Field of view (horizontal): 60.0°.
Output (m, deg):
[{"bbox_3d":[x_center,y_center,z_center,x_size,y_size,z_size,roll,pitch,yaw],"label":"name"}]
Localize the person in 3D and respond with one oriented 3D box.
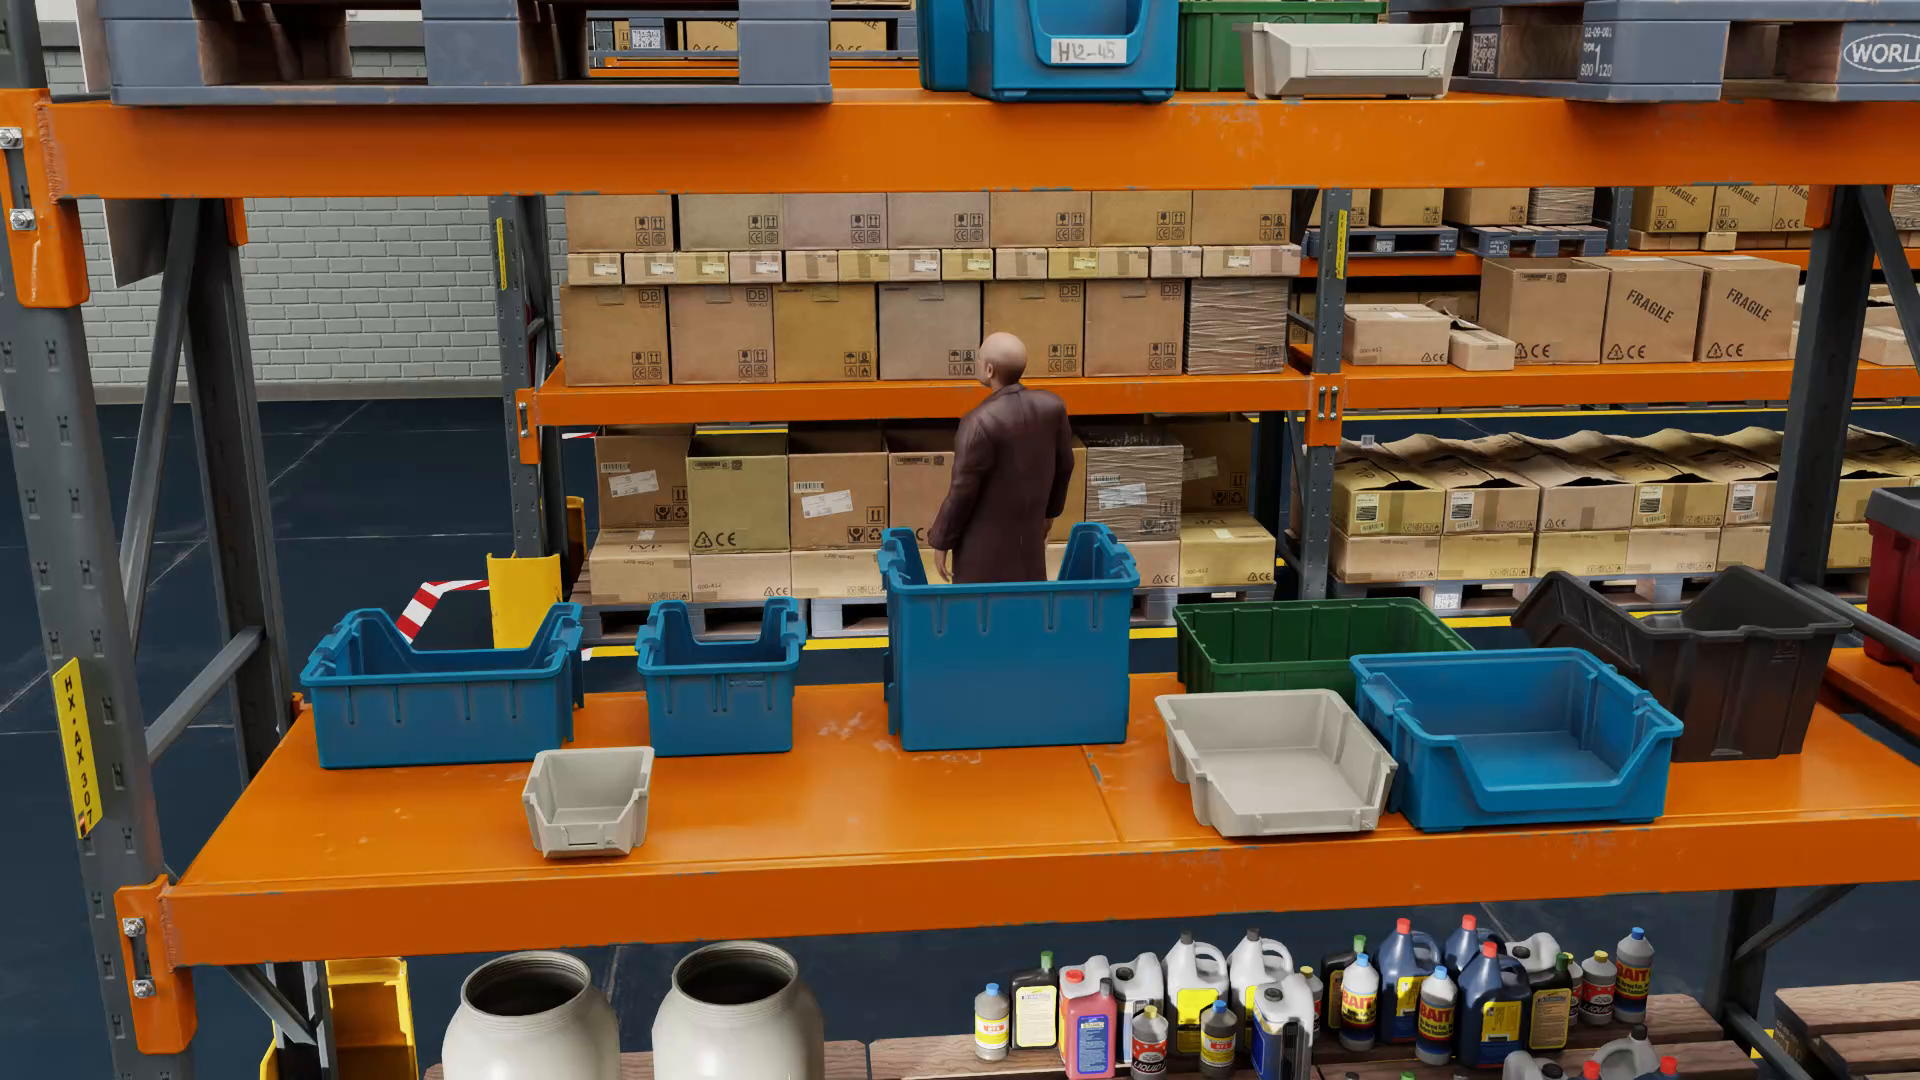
[{"bbox_3d":[0.114,-0.033,7.146,0.695,1.776,0.582,-12,20,-36],"label":"person"}]
